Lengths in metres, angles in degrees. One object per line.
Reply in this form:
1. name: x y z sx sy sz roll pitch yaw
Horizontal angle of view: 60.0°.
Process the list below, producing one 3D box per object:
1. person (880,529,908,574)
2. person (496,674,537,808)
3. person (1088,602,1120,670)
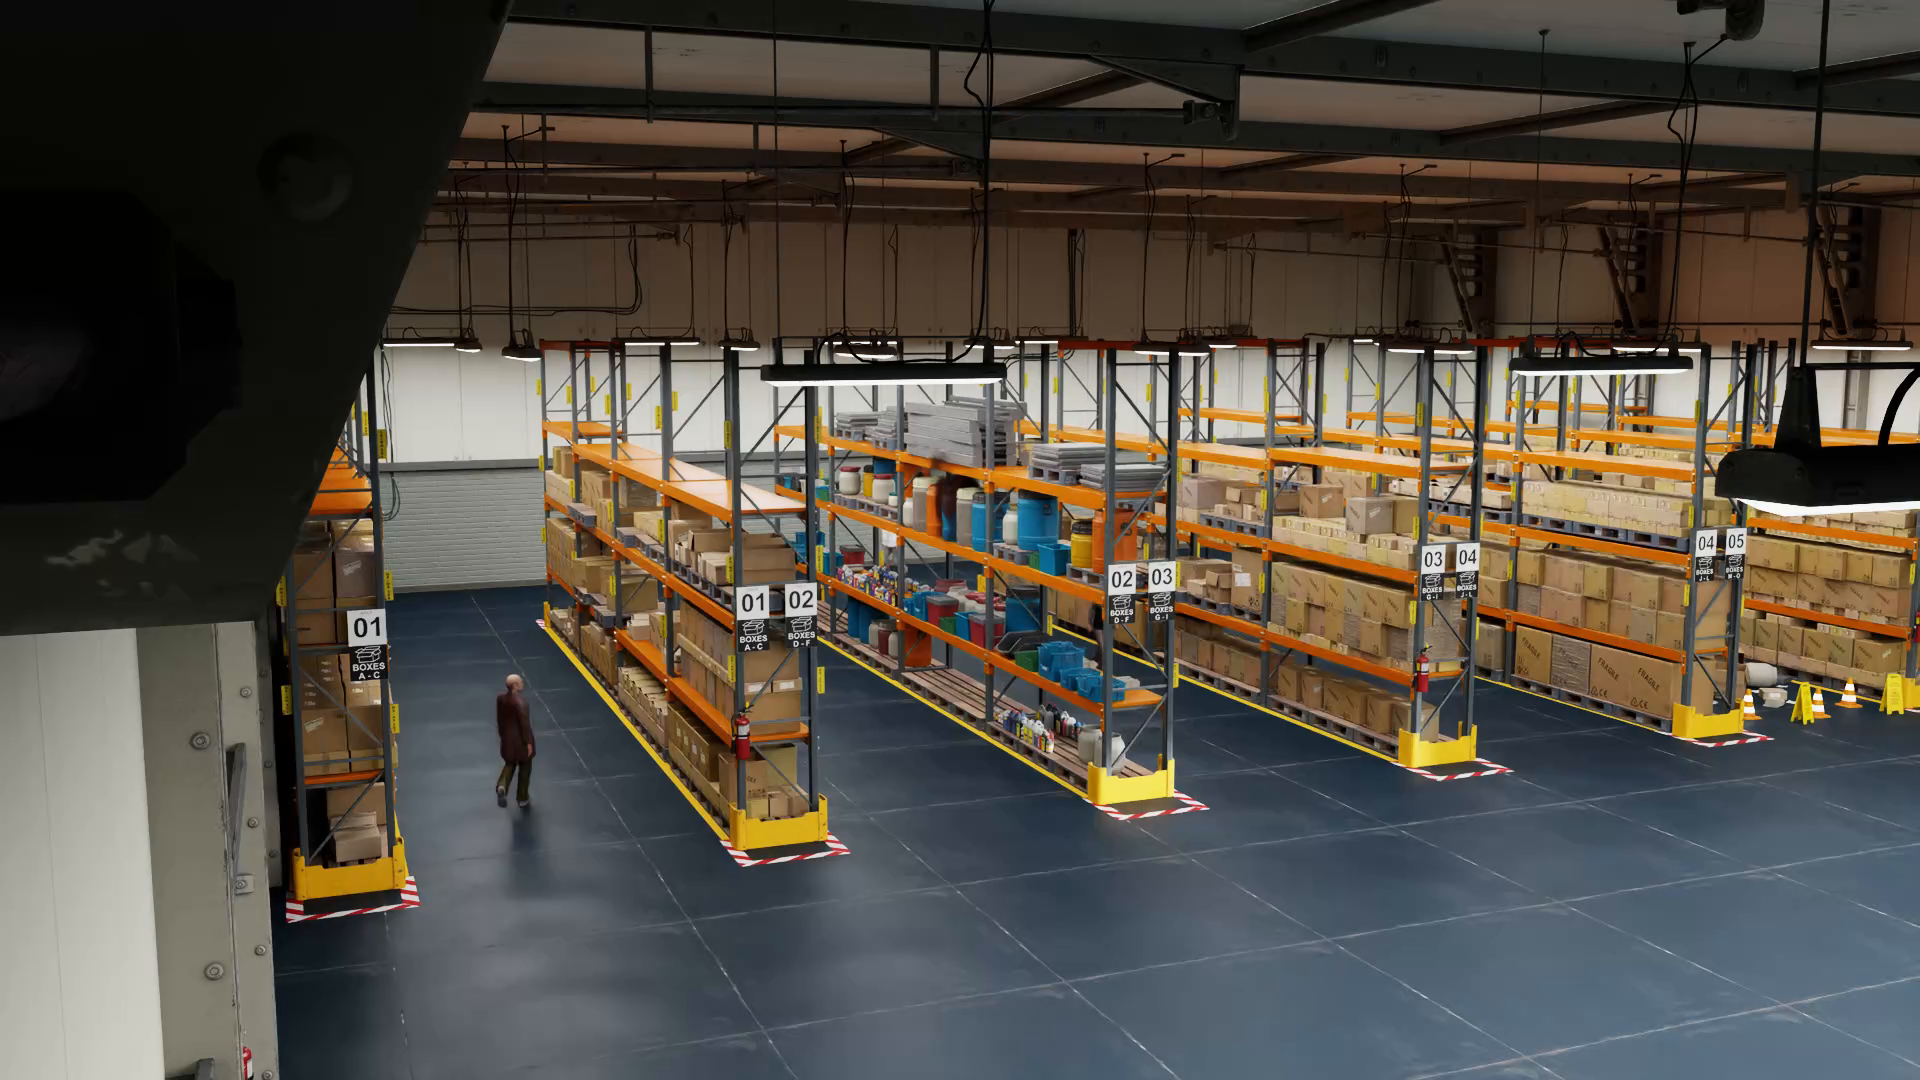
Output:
1. person: -1.703 0.130 41.033 0.561 1.752 0.948 5 9 35
2. person: -5.833 2.626 21.703 0.550 1.767 0.723 2 8 12
3. person: 2.646 1.621 29.935 0.504 1.700 0.992 -3 8 -22
